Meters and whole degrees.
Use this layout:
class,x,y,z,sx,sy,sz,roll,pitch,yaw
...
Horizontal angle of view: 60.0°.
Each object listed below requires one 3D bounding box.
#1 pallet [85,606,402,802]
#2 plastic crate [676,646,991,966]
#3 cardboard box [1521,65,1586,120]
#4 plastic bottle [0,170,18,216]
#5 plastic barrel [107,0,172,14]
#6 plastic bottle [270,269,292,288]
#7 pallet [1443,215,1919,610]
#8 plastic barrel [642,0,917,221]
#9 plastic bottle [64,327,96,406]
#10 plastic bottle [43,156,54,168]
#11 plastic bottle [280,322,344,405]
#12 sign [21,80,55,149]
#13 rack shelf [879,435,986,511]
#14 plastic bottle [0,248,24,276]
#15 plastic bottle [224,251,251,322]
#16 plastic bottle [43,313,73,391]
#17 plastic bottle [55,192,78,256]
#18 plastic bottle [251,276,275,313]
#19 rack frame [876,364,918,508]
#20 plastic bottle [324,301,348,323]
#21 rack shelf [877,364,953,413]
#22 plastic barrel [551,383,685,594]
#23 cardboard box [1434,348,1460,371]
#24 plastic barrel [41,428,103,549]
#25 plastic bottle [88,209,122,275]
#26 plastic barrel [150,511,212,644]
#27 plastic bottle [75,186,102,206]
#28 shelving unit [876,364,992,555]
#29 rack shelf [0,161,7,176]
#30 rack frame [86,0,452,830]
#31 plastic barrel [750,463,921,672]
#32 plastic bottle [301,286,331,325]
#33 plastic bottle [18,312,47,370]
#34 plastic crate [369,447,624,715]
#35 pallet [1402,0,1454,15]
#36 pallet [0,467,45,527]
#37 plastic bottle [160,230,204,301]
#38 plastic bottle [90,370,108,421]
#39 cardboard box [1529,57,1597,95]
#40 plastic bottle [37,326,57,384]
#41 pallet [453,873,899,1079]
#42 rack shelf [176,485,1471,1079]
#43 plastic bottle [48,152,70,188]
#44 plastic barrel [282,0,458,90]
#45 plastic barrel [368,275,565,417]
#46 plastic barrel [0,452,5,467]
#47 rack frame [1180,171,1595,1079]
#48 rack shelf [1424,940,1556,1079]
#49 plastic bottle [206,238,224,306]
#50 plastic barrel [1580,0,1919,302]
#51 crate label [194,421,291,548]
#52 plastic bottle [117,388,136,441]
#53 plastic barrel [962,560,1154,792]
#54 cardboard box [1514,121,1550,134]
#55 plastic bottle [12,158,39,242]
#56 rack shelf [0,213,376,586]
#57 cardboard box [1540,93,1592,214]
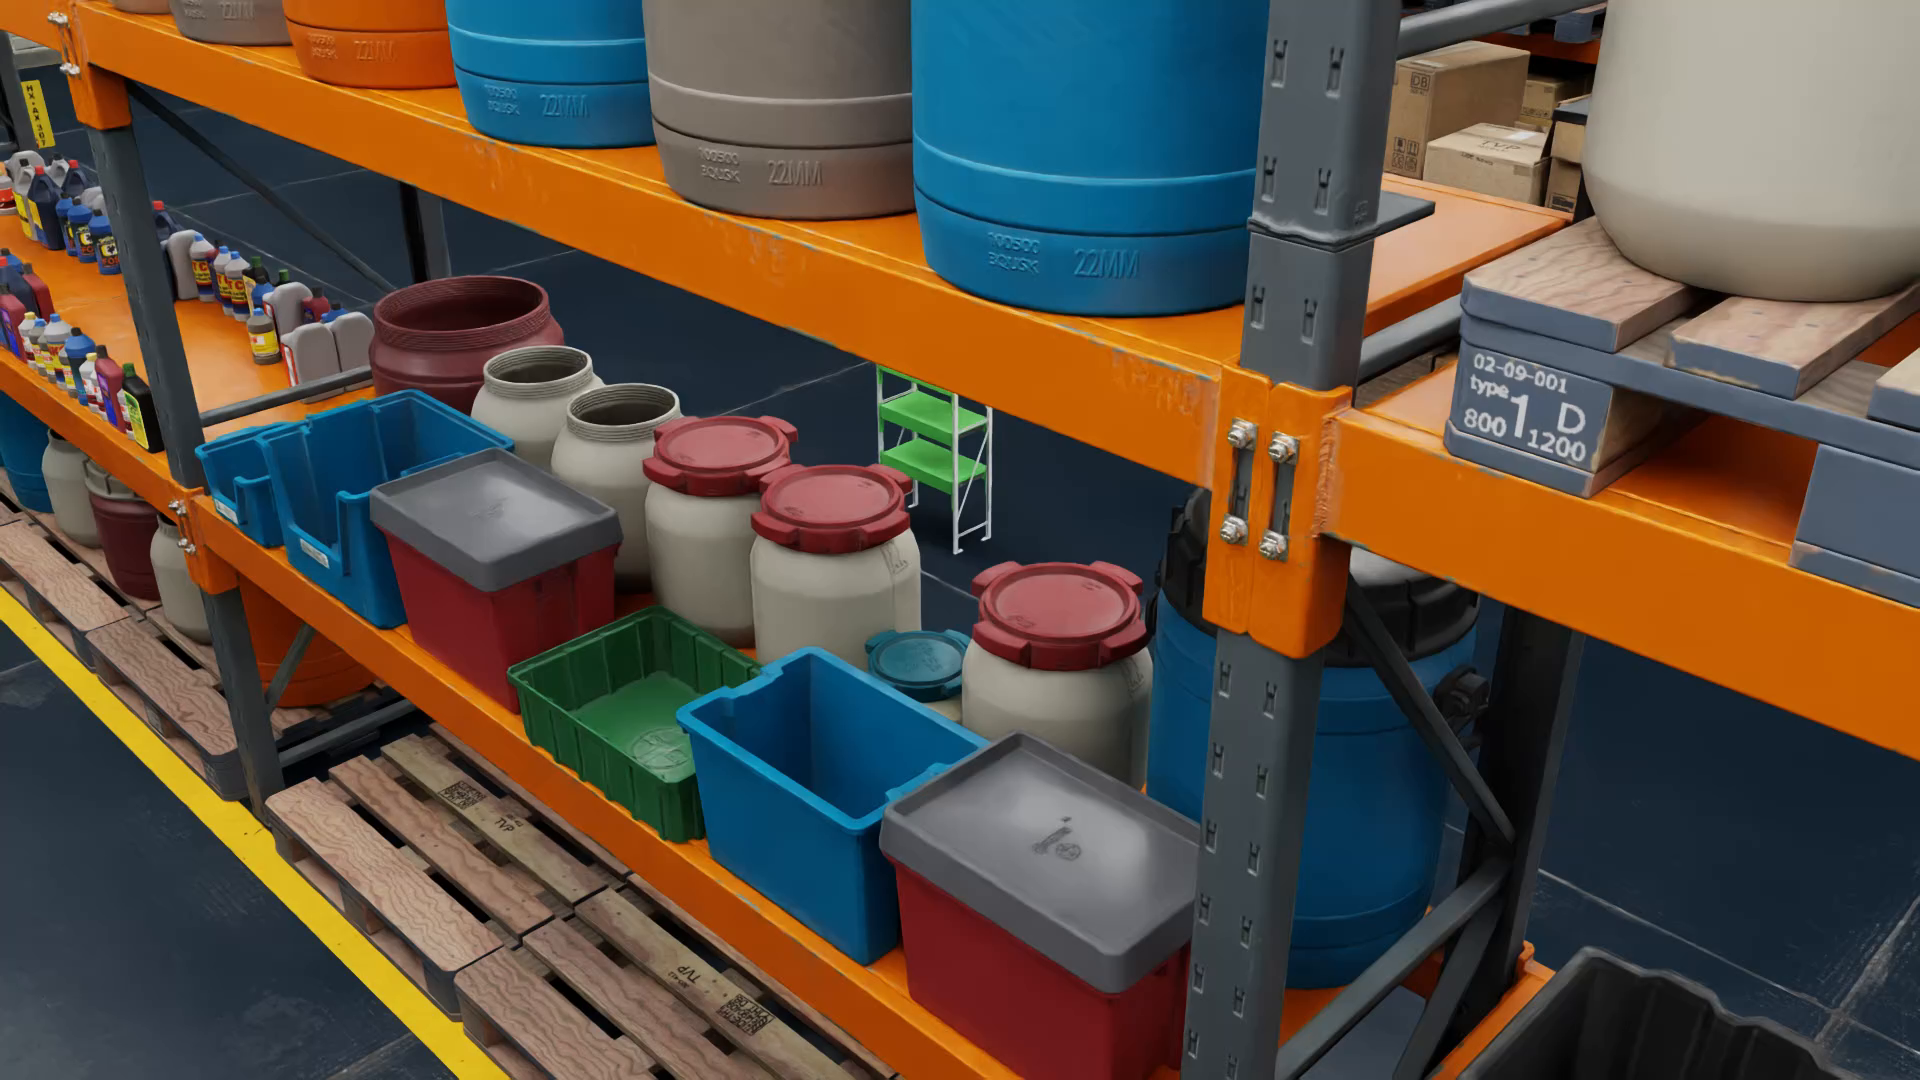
class,x,y,z,sx,sy,sz,roll,pitch,yaw
pallet,-2.701,0.493,6.586,1.213,0.211,1.003,25,36,38
plastic crate,-0.262,0.557,3.484,0.575,0.384,0.392,25,36,38
cardboard box,4.241,-3.303,12.237,0.500,0.250,0.500,24,36,37
plastic bottle,-4.528,-1.647,7.872,0.097,0.201,0.097,0,28,0
plastic barrel,-2.102,-1.672,4.364,0.421,0.512,0.421,0,28,0
plastic bottle,-2.585,-0.905,6.373,0.133,0.283,0.061,25,36,38
pallet,1.326,-0.234,1.952,1.003,0.211,1.213,25,36,38
plastic barrel,-0.238,-1.050,2.762,0.600,0.901,0.600,0,28,0
plastic bottle,-3.070,-0.614,5.833,0.097,0.271,0.097,0,28,0
plastic bottle,-4.257,-1.670,7.828,0.133,0.283,0.061,25,36,38
plastic bottle,-2.298,-0.641,5.880,0.135,0.276,0.152,25,36,38
sign,-4.574,-2.108,8.238,0.005,0.325,0.100,25,36,38
rack shelf,-0.118,-0.316,7.715,0.480,0.148,0.258,25,36,38
plastic bottle,-3.769,-1.029,6.621,0.097,0.271,0.097,0,28,0
plastic bottle,-2.844,-1.006,6.579,0.097,0.271,0.097,0,28,0
plastic bottle,-3.208,-0.678,5.954,0.097,0.271,0.097,0,28,0
plastic bottle,-3.908,-1.394,7.316,0.097,0.271,0.097,0,28,0
plastic bottle,-2.627,-0.867,6.315,0.097,0.271,0.097,0,28,0
rack frame,-0.292,-0.665,7.725,0.015,1.200,0.240,25,36,38
plastic bottle,-2.255,-0.737,6.066,0.097,0.271,0.097,0,28,0
rack shelf,-0.118,-0.741,7.492,0.480,0.148,0.258,25,36,38
plastic barrel,-0.925,-0.145,4.684,0.421,0.512,0.421,0,28,0
cardboard box,2.669,-0.659,7.993,0.700,0.500,0.500,-22,35,-35
plastic barrel,-3.741,-0.260,7.243,0.421,0.512,0.421,0,28,0
plastic bottle,-3.646,-1.274,7.089,0.097,0.271,0.097,0,28,0
plastic barrel,-2.935,0.109,6.543,0.421,0.512,0.421,0,28,0
plastic bottle,-3.834,-1.443,7.405,0.135,0.276,0.152,25,36,38
shelving unit,-0.118,-0.585,7.573,0.503,1.200,0.258,25,36,38
rack shelf,-6.388,-2.138,9.365,4.000,0.370,1.077,25,36,38
rack frame,-2.109,-0.498,5.474,0.127,3.000,1.000,25,36,38
plastic barrel,-0.308,0.122,4.148,0.433,0.535,0.433,0,28,0
plastic bottle,-2.393,-0.817,6.207,0.133,0.283,0.061,25,36,38
plastic bottle,-3.417,-0.742,6.152,0.097,0.201,0.097,0,28,0
plastic crate,-1.171,0.102,4.264,0.583,0.464,0.402,25,36,38
pallet,3.473,-4.302,12.915,1.213,0.211,1.003,25,36,38
pallet,-4.440,-0.304,8.100,1.213,0.211,1.003,25,36,38
plastic bottle,-3.180,-1.144,6.836,0.135,0.276,0.152,25,36,38
plastic bottle,-2.931,-0.520,5.729,0.097,0.201,0.097,0,28,0
cardboard box,4.591,-3.472,12.558,0.500,0.250,0.500,23,35,36
plastic bottle,-3.278,-0.679,6.031,0.097,0.201,0.097,0,28,0
pallet,-0.718,1.400,4.861,1.213,0.211,1.003,25,36,38
rack shelf,-0.683,0.473,4.401,4.000,0.370,1.077,25,36,38
plastic bottle,-4.077,-1.590,7.604,0.185,0.351,0.144,25,36,38
plastic barrel,-1.209,-1.463,3.624,0.708,0.830,0.600,25,36,38
plastic barrel,-1.566,-0.508,5.346,0.708,0.536,0.600,25,36,38
plastic barrel,-4.585,-0.877,7.999,0.708,0.901,0.600,25,36,38
rack frame,0.743,0.807,2.992,0.127,3.000,1.000,25,36,38
rack shelf,2.169,1.778,1.919,4.000,0.370,1.077,25,36,38
plastic bottle,-2.983,-1.087,6.720,0.133,0.283,0.061,25,36,38
plastic barrel,0.912,-0.550,1.779,0.421,0.512,0.421,0,28,0
crate label,-2.072,-0.162,5.015,0.416,0.233,0.303,25,36,38
plastic bottle,-2.766,-0.444,5.586,0.097,0.201,0.097,0,28,0
plastic barrel,0.215,0.362,3.693,0.433,0.535,0.433,0,28,0
cardboard box,2.742,-1.814,7.670,0.258,0.266,0.396,23,36,37
plastic bottle,-4.178,-1.542,7.513,0.185,0.351,0.144,25,36,38
rack shelf,-3.535,-0.832,6.883,4.000,0.370,1.077,25,36,38
cardboard box,2.915,-1.603,7.014,0.797,0.503,0.637,-21,34,-34
